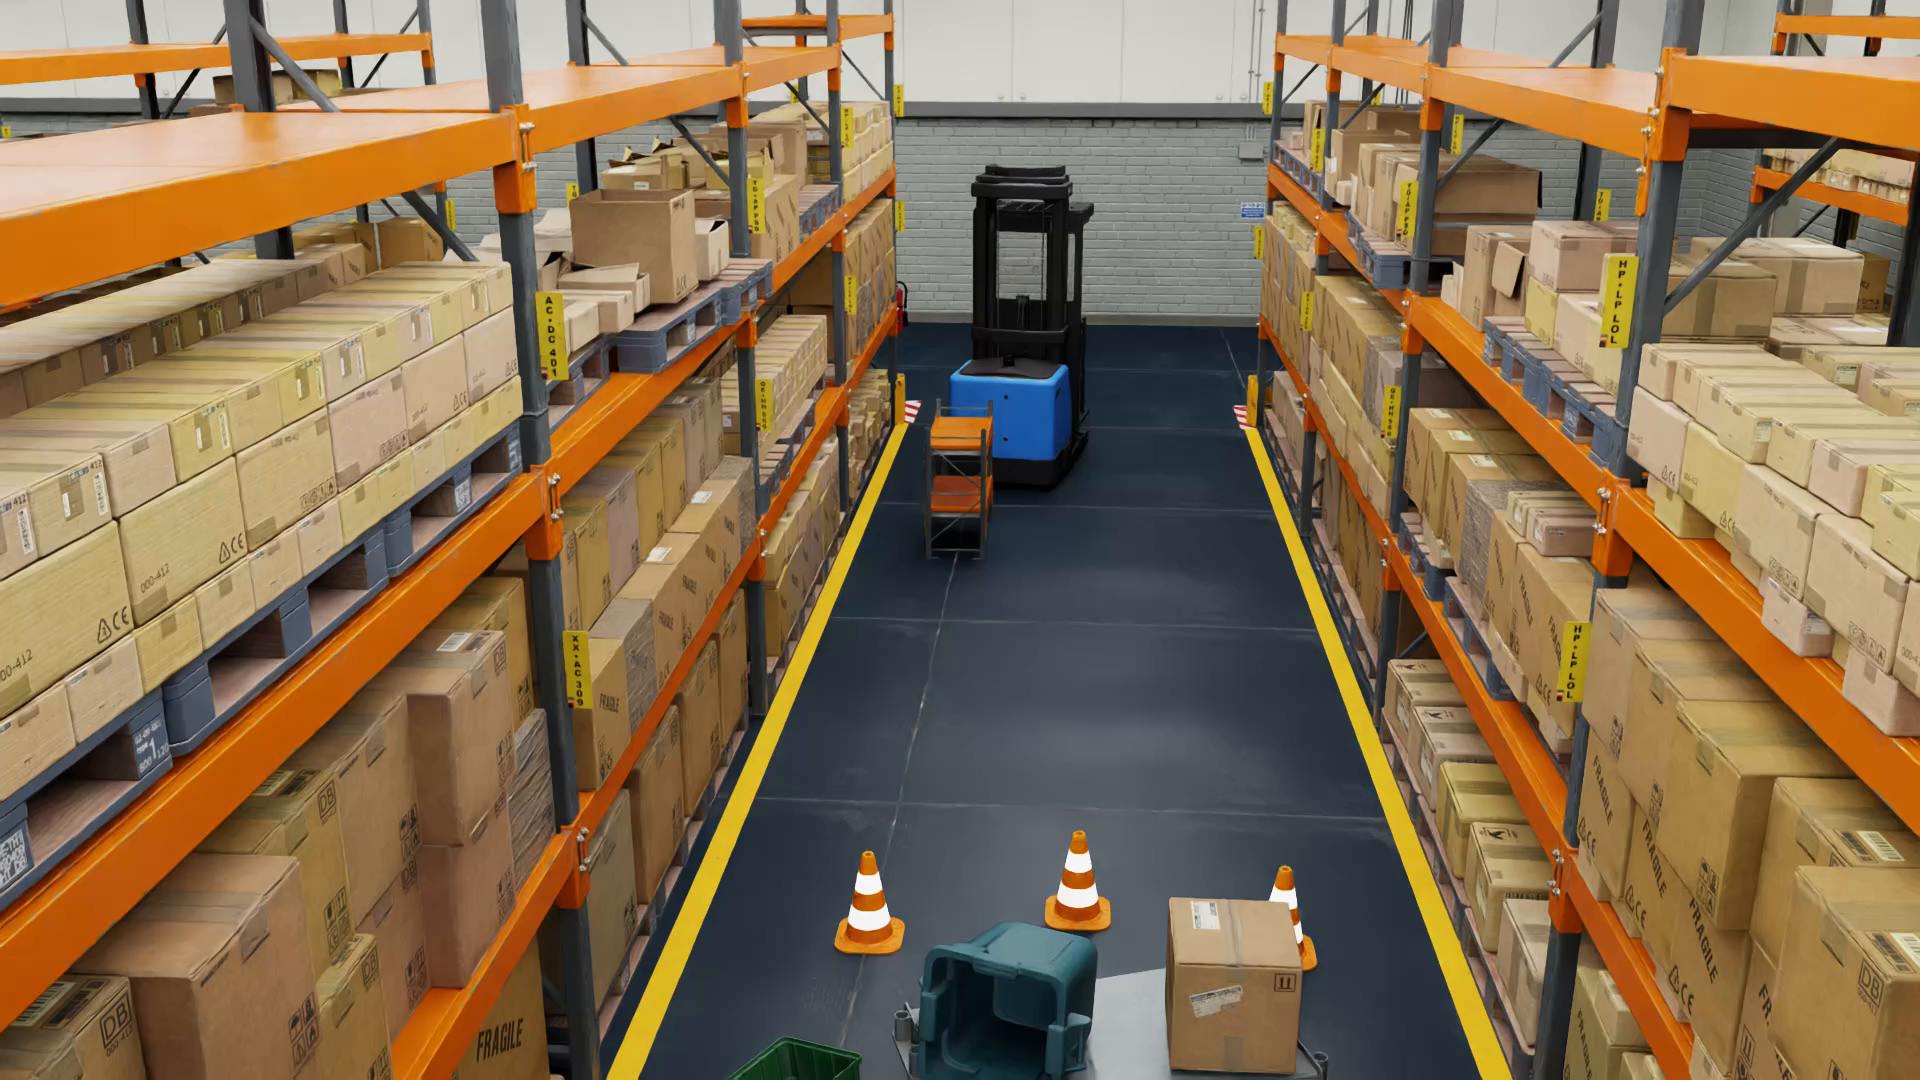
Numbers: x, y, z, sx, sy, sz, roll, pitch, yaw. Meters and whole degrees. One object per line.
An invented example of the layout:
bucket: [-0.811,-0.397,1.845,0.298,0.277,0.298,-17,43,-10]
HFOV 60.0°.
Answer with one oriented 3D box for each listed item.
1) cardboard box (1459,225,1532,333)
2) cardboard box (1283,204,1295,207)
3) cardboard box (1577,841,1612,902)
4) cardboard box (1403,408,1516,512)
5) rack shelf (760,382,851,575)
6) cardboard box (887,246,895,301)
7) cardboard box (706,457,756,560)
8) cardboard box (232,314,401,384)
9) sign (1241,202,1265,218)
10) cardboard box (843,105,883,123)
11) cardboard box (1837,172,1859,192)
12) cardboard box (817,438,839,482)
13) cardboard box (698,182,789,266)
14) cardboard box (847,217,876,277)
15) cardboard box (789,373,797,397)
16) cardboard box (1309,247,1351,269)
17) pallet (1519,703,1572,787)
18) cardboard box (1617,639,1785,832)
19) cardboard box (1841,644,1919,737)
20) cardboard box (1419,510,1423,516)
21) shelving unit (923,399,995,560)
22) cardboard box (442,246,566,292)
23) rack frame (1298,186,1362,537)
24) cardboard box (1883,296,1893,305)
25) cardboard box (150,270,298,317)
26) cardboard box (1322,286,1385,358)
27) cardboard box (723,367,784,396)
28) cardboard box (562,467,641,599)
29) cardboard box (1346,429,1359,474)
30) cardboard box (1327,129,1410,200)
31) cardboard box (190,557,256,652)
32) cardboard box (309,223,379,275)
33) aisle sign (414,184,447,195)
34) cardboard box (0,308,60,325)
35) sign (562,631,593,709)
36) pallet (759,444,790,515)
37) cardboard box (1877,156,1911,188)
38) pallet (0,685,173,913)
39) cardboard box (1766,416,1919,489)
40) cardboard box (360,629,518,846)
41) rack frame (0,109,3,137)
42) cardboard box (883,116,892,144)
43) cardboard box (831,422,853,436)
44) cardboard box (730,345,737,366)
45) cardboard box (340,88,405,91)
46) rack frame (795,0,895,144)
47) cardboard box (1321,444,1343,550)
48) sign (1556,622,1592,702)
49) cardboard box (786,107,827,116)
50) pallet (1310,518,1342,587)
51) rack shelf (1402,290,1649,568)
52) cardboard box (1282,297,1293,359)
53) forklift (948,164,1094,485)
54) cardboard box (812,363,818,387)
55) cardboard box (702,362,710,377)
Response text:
cardboard box: [3.099,-1.395,8.884,0.700,0.500,0.500,1,18,4]
cardboard box: [3.501,-3.344,17.004,0.380,0.149,0.250,2,18,5]
cardboard box: [2.548,1.237,6.235,0.380,0.149,0.250,1,18,4]
cardboard box: [2.914,-0.470,9.726,0.500,0.500,0.500,1,18,2]
rack shelf: [-1.624,-0.574,12.513,1.077,0.370,4.000,1,18,4]
cardboard box: [-0.970,-2.823,17.583,0.500,0.500,0.500,2,18,5]
cardboard box: [-1.532,-0.196,10.045,0.500,0.500,0.500,1,18,4]
cardboard box: [-1.834,-0.549,4.752,0.380,0.149,0.250,1,18,4]
sign: [4.087,-4.601,23.212,0.327,0.218,0.001,1,18,4]
cardboard box: [-0.969,-4.212,16.441,0.380,0.149,0.250,2,18,5]
cardboard box: [8.227,-3.252,15.115,0.380,0.149,0.250,2,18,5]
cardboard box: [-1.282,-0.668,13.781,0.500,0.250,0.500,1,18,2]
cardboard box: [-1.433,-2.095,11.020,0.500,0.500,0.500,1,18,4]
cardboard box: [-1.078,-2.812,15.945,0.500,0.500,0.500,1,18,2]
cardboard box: [-1.427,-1.146,12.354,0.380,0.149,0.250,2,18,6]
cardboard box: [3.168,-2.392,14.097,0.380,0.149,0.250,1,18,3]
pallet: [3.090,0.884,7.217,1.003,0.211,1.213,1,18,4]
cardboard box: [2.584,0.653,5.370,0.700,0.500,0.500,1,18,4]
cardboard box: [2.416,0.368,4.070,0.380,0.149,0.250,1,18,3]
cardboard box: [2.968,-0.199,9.942,0.380,0.149,0.250,0,18,1]
shelving unit: [0.000,-0.537,14.254,0.538,1.125,1.048,1,18,4]
cardboard box: [-2.148,-1.232,7.856,0.500,0.311,0.500,1,18,2]
rack frame: [3.464,-1.458,14.055,1.000,3.000,0.127,1,18,4]
cardboard box: [8.855,-2.198,16.077,0.500,0.250,0.500,2,18,6]
cardboard box: [-2.437,-0.800,5.517,0.380,0.149,0.250,1,18,3]
cardboard box: [3.136,-1.692,13.003,0.500,0.500,0.500,1,18,4]
cardboard box: [-1.466,-1.123,11.806,0.380,0.149,0.250,2,18,6]
cardboard box: [-1.953,-0.046,7.981,0.700,0.500,0.500,1,18,4]
cardboard box: [3.027,-0.622,11.746,0.500,0.250,0.500,1,18,3]
cardboard box: [3.111,-2.863,12.692,0.500,0.500,0.500,1,18,3]
cardboard box: [-1.906,0.145,3.913,0.380,0.149,0.250,1,18,4]
cardboard box: [-6.474,-3.050,17.472,0.500,0.500,0.500,1,18,3]
aisle sign: [-5.830,-4.173,18.165,0.394,0.787,0.004,1,18,4]
cardboard box: [-6.590,-1.390,12.077,0.797,0.503,0.637,2,18,5]
sign: [-1.501,0.510,6.531,0.100,0.325,0.005,1,18,4]
pallet: [-1.823,-0.427,11.218,1.213,0.211,1.003,1,18,4]
cardboard box: [8.226,-3.161,14.199,0.500,0.250,0.500,1,18,2]
pallet: [-2.298,0.576,3.173,1.003,0.211,1.213,1,18,4]
cardboard box: [2.512,-0.245,4.660,0.380,0.149,0.250,1,18,2]
cardboard box: [-2.039,0.650,5.646,0.875,0.550,0.550,1,18,4]
rack frame: [-11.074,-5.883,17.925,1.000,3.000,0.127,1,18,4]
cardboard box: [-0.973,-4.222,17.113,0.500,0.250,0.500,1,18,2]
cardboard box: [-1.206,-1.012,15.644,0.380,0.149,0.250,1,18,2]
cardboard box: [-2.003,-1.486,13.392,0.380,0.149,0.250,2,18,5]
cardboard box: [-6.118,-4.479,17.462,0.700,0.500,0.500,0,18,1]
rack frame: [-1.194,-5.630,17.154,1.000,3.000,0.127,1,18,4]
cardboard box: [3.499,-0.454,13.728,0.875,0.875,0.875,2,18,6]
sign: [2.336,0.465,6.327,0.100,0.325,0.005,1,18,4]
cardboard box: [-1.504,-4.146,16.239,0.380,0.149,0.250,2,18,5]
pallet: [3.483,0.108,13.753,1.003,0.211,1.213,1,18,4]
rack shelf: [3.033,-0.678,8.013,1.077,0.370,4.000,1,18,4]
cardboard box: [3.295,-1.972,15.463,0.500,0.500,0.500,1,18,3]
forklift: [0.727,-2.335,16.842,1.130,2.935,3.031,4,19,13]
cardboard box: [-1.350,-1.332,13.398,0.380,0.149,0.250,1,18,4]
cardboard box: [-2.075,-1.303,12.355,0.380,0.149,0.250,2,18,6]
